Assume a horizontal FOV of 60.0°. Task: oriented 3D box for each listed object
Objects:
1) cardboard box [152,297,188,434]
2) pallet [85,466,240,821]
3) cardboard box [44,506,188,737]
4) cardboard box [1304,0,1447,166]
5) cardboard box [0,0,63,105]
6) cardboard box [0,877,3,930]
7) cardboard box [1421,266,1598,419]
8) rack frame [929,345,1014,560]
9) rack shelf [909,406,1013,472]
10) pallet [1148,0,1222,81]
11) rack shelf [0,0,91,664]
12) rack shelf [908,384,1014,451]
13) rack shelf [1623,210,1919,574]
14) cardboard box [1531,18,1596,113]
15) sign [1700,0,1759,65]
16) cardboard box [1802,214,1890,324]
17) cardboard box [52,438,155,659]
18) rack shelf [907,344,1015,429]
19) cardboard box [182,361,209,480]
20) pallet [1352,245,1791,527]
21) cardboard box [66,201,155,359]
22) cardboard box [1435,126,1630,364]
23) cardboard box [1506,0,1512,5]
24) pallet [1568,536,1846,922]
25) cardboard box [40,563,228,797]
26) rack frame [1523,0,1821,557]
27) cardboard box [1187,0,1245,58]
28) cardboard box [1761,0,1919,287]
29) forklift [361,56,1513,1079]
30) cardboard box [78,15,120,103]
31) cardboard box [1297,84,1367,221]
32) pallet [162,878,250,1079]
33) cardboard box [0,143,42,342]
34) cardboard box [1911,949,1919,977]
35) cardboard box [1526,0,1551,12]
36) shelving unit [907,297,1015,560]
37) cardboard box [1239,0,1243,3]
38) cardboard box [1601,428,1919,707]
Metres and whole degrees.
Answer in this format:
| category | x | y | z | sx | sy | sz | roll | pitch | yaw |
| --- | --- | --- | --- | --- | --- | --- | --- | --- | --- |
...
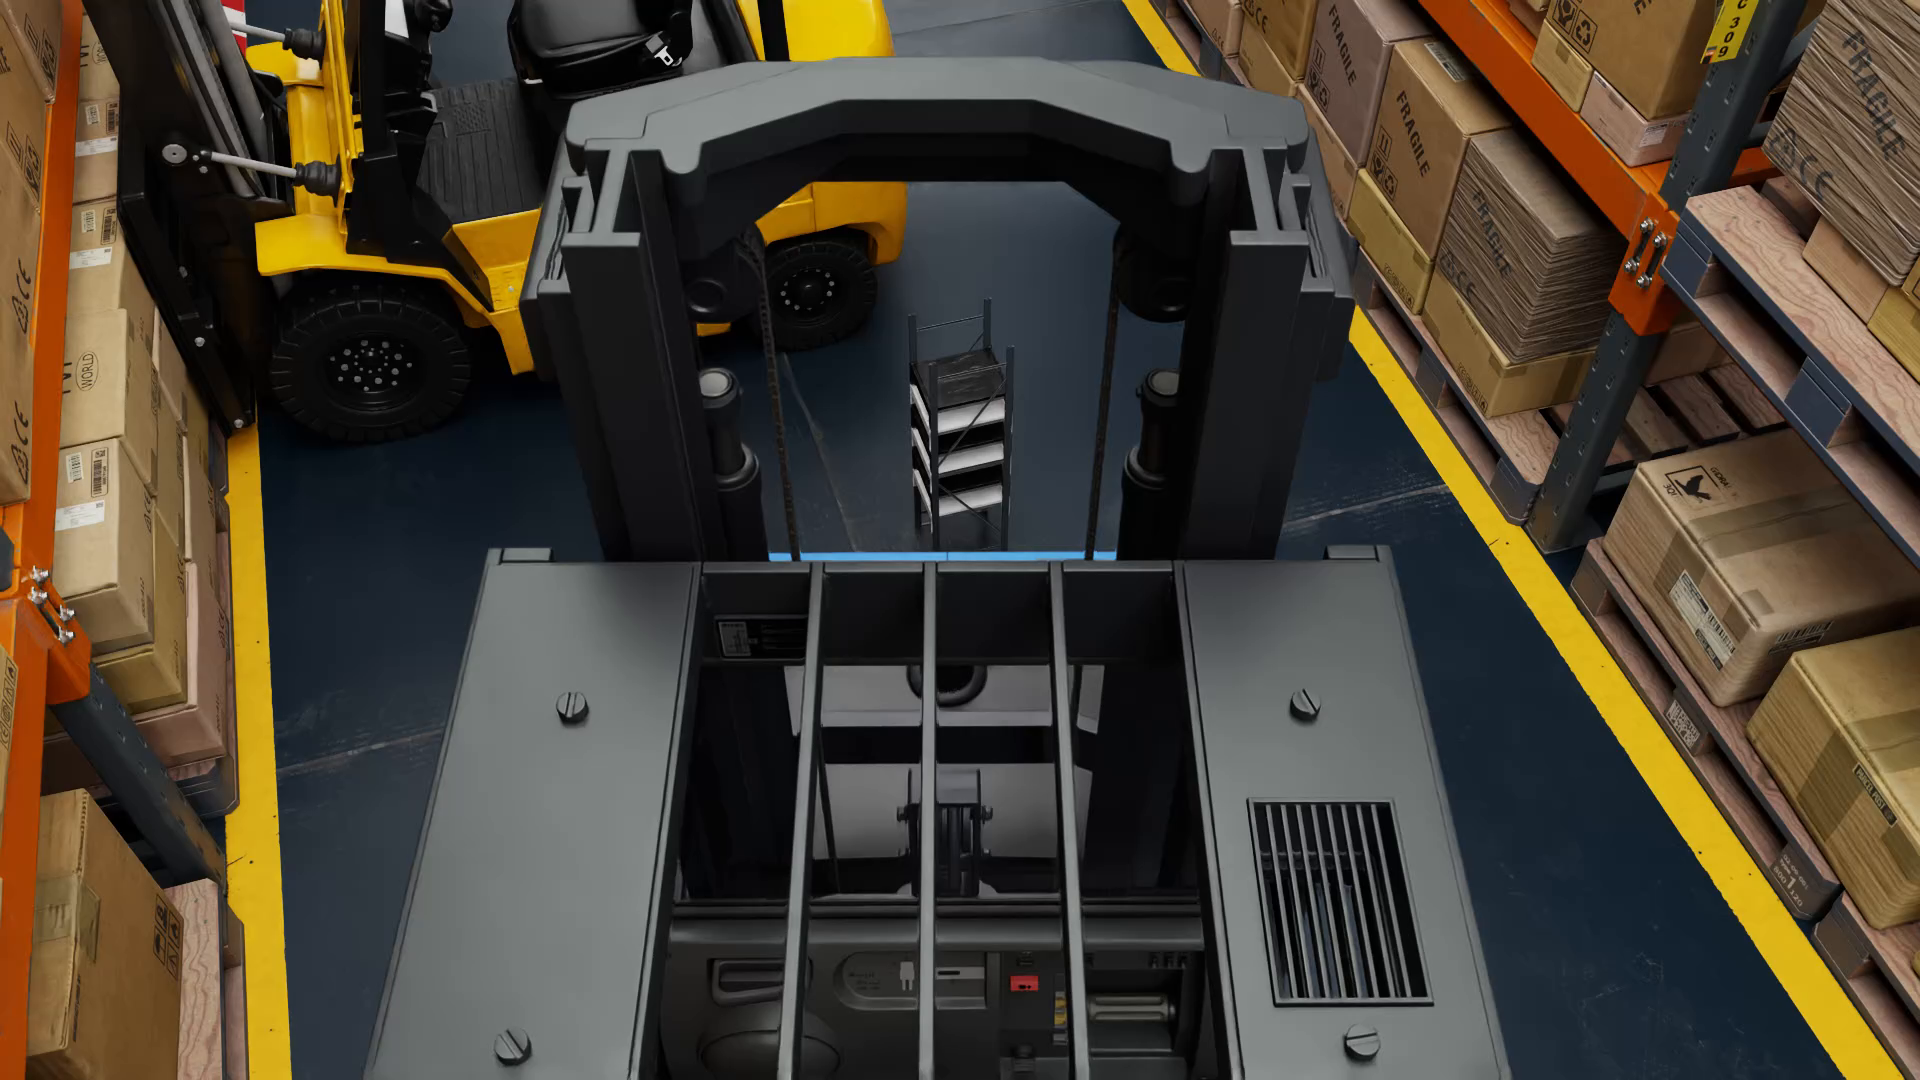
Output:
| category | x | y | z | sx | sy | sz | roll | pitch | yaw |
| --- | --- | --- | --- | --- | --- | --- | --- | --- | --- |
| cardboard box | -2.592 | -0.517 | 4.921 | 0.500 | 0.250 | 0.500 | -14 | 51 | -11 |
| pallet | -2.650 | 0.362 | 4.807 | 1.003 | 0.211 | 1.213 | -13 | 51 | -11 |
| cardboard box | -2.303 | 0.220 | 4.299 | 0.500 | 0.250 | 0.500 | -14 | 51 | -11 |
| cardboard box | 1.550 | -1.678 | 5.736 | 0.500 | 0.500 | 0.500 | -11 | 51 | -9 |
| cardboard box | -2.786 | -1.481 | 4.471 | 0.500 | 0.500 | 0.500 | -13 | 51 | -11 |
| cardboard box | -1.902 | 0.776 | 2.732 | 0.500 | 0.250 | 0.500 | -14 | 51 | -11 |
| cardboard box | 1.854 | -0.692 | 5.395 | 0.500 | 0.250 | 0.500 | -11 | 51 | -9 |
| rack frame | 0.032 | -0.210 | 4.838 | 0.240 | 0.900 | 0.006 | -13 | 51 | -11 |
| rack shelf | 0.002 | -0.321 | 4.858 | 0.258 | 0.077 | 0.200 | -13 | 51 | -11 |
| pallet | 1.331 | -2.438 | 7.167 | 1.003 | 0.211 | 1.213 | -13 | 51 | -11 |
| rack shelf | -3.047 | -1.176 | 4.750 | 1.077 | 0.370 | 4.000 | -13 | 51 | -11 |
| rack shelf | 0.002 | -0.379 | 4.789 | 0.258 | 0.077 | 0.200 | -13 | 51 | -11 |
| rack shelf | 2.877 | 0.621 | 3.235 | 1.077 | 0.370 | 4.000 | -13 | 51 | -11 |
| cardboard box | 1.819 | -1.337 | 4.580 | 0.380 | 0.149 | 0.250 | -12 | 51 | -10 |
| sign | 1.769 | -1.223 | 3.753 | 0.100 | 0.325 | 0.005 | -13 | 51 | -11 |
| cardboard box | 2.147 | -0.651 | 3.727 | 0.380 | 0.149 | 0.250 | -13 | 51 | -10 |
| cardboard box | -2.298 | 0.058 | 4.109 | 0.500 | 0.250 | 0.500 | -14 | 51 | -12 |
| rack shelf | 0.002 | -0.437 | 4.720 | 0.258 | 0.077 | 0.200 | -13 | 51 | -11 |
| cardboard box | -2.614 | -0.363 | 5.118 | 0.500 | 0.250 | 0.500 | -13 | 51 | -10 |
| pallet | 2.053 | -0.656 | 5.665 | 1.003 | 0.211 | 1.213 | -13 | 51 | -11 |
| cardboard box | -2.598 | -0.679 | 4.730 | 0.500 | 0.250 | 0.500 | -12 | 51 | -10 |
| cardboard box | 1.854 | -0.934 | 5.109 | 0.500 | 0.500 | 0.500 | -14 | 51 | -11 |
| cardboard box | 1.756 | -1.730 | 4.911 | 0.380 | 0.149 | 0.250 | -14 | 51 | -11 |
| pallet | 2.517 | 0.395 | 4.779 | 1.003 | 0.211 | 1.213 | -13 | 51 | -11 |
| cardboard box | -2.282 | 0.376 | 4.495 | 0.500 | 0.250 | 0.500 | -13 | 51 | -11 |
| rack frame | 2.285 | -1.072 | 4.192 | 1.000 | 3.000 | 0.127 | -13 | 51 | -11 |
| cardboard box | 1.221 | -2.216 | 6.680 | 0.500 | 0.250 | 0.500 | -12 | 51 | -10 |
| cardboard box | 2.150 | -0.928 | 3.536 | 0.500 | 0.500 | 0.500 | -12 | 51 | -10 |
| forklift | -0.023 | 0.903 | 2.571 | 1.130 | 2.935 | 3.031 | 0 | 50 | 0 |
| cardboard box | -2.889 | -1.436 | 5.368 | 0.500 | 0.250 | 0.500 | -13 | 51 | -11 |
| cardboard box | 1.541 | -1.451 | 6.035 | 0.500 | 0.250 | 0.500 | -13 | 51 | -10 |
| pallet | -2.200 | 1.481 | 3.863 | 1.003 | 0.211 | 1.213 | -13 | 51 | -11 |
| cardboard box | -2.507 | -0.739 | 3.846 | 0.500 | 0.500 | 0.500 | -13 | 51 | -10 |
| cardboard box | 2.866 | 1.054 | 3.844 | 0.950 | 0.372 | 0.625 | -12 | 51 | -10 |
| cardboard box | 1.758 | -1.843 | 4.582 | 0.500 | 0.500 | 0.500 | -12 | 51 | -10 |
| shelving unit | 0.002 | -0.284 | 4.901 | 0.258 | 0.900 | 0.210 | -13 | 51 | -11 |
| cardboard box | 1.243 | -2.434 | 6.374 | 0.500 | 0.500 | 0.500 | -15 | 52 | -12 |
| cardboard box | 2.443 | 0.022 | 4.713 | 0.950 | 0.372 | 0.625 | -13 | 51 | -11 |
